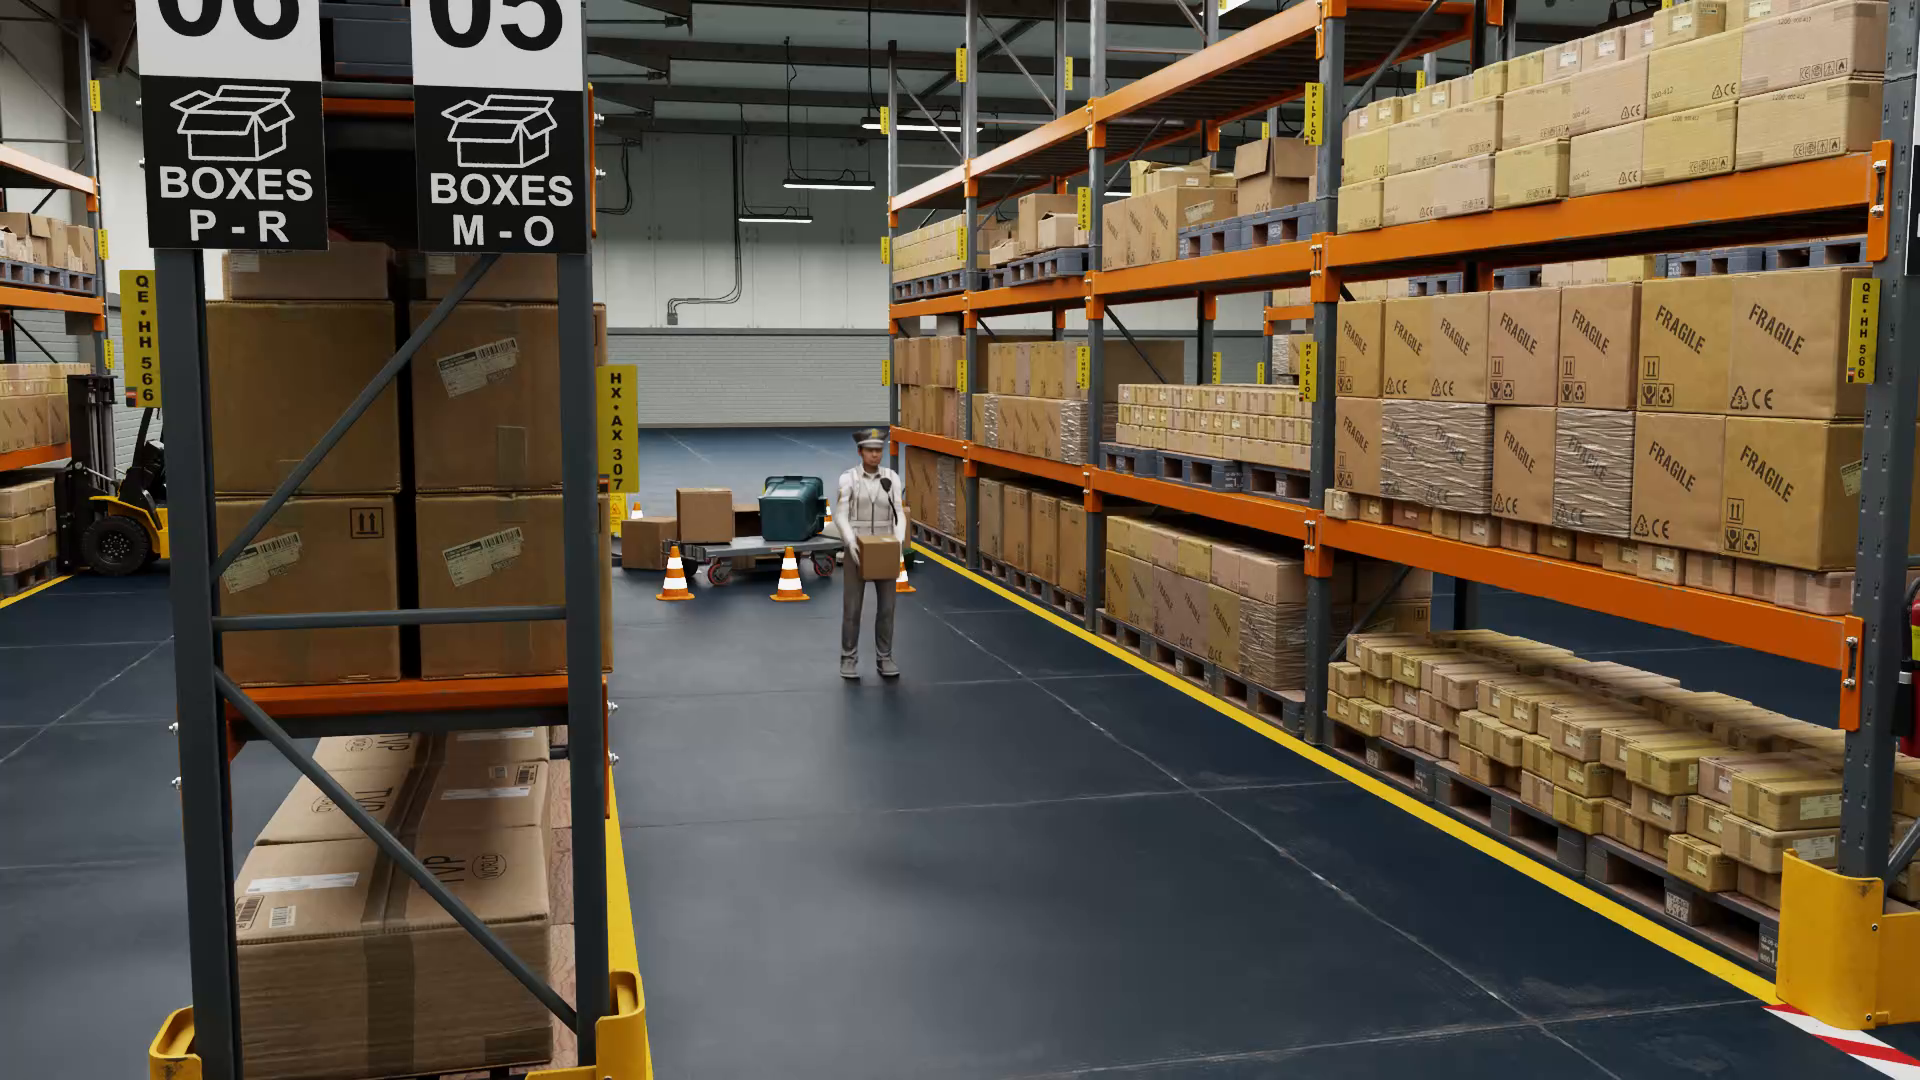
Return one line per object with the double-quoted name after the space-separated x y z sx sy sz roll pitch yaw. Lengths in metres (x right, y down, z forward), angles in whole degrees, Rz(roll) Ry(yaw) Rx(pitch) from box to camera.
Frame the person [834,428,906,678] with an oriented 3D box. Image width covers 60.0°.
-0.596 0.084 11.285 0.497 1.687 0.439 -2 6 -15 "person"
